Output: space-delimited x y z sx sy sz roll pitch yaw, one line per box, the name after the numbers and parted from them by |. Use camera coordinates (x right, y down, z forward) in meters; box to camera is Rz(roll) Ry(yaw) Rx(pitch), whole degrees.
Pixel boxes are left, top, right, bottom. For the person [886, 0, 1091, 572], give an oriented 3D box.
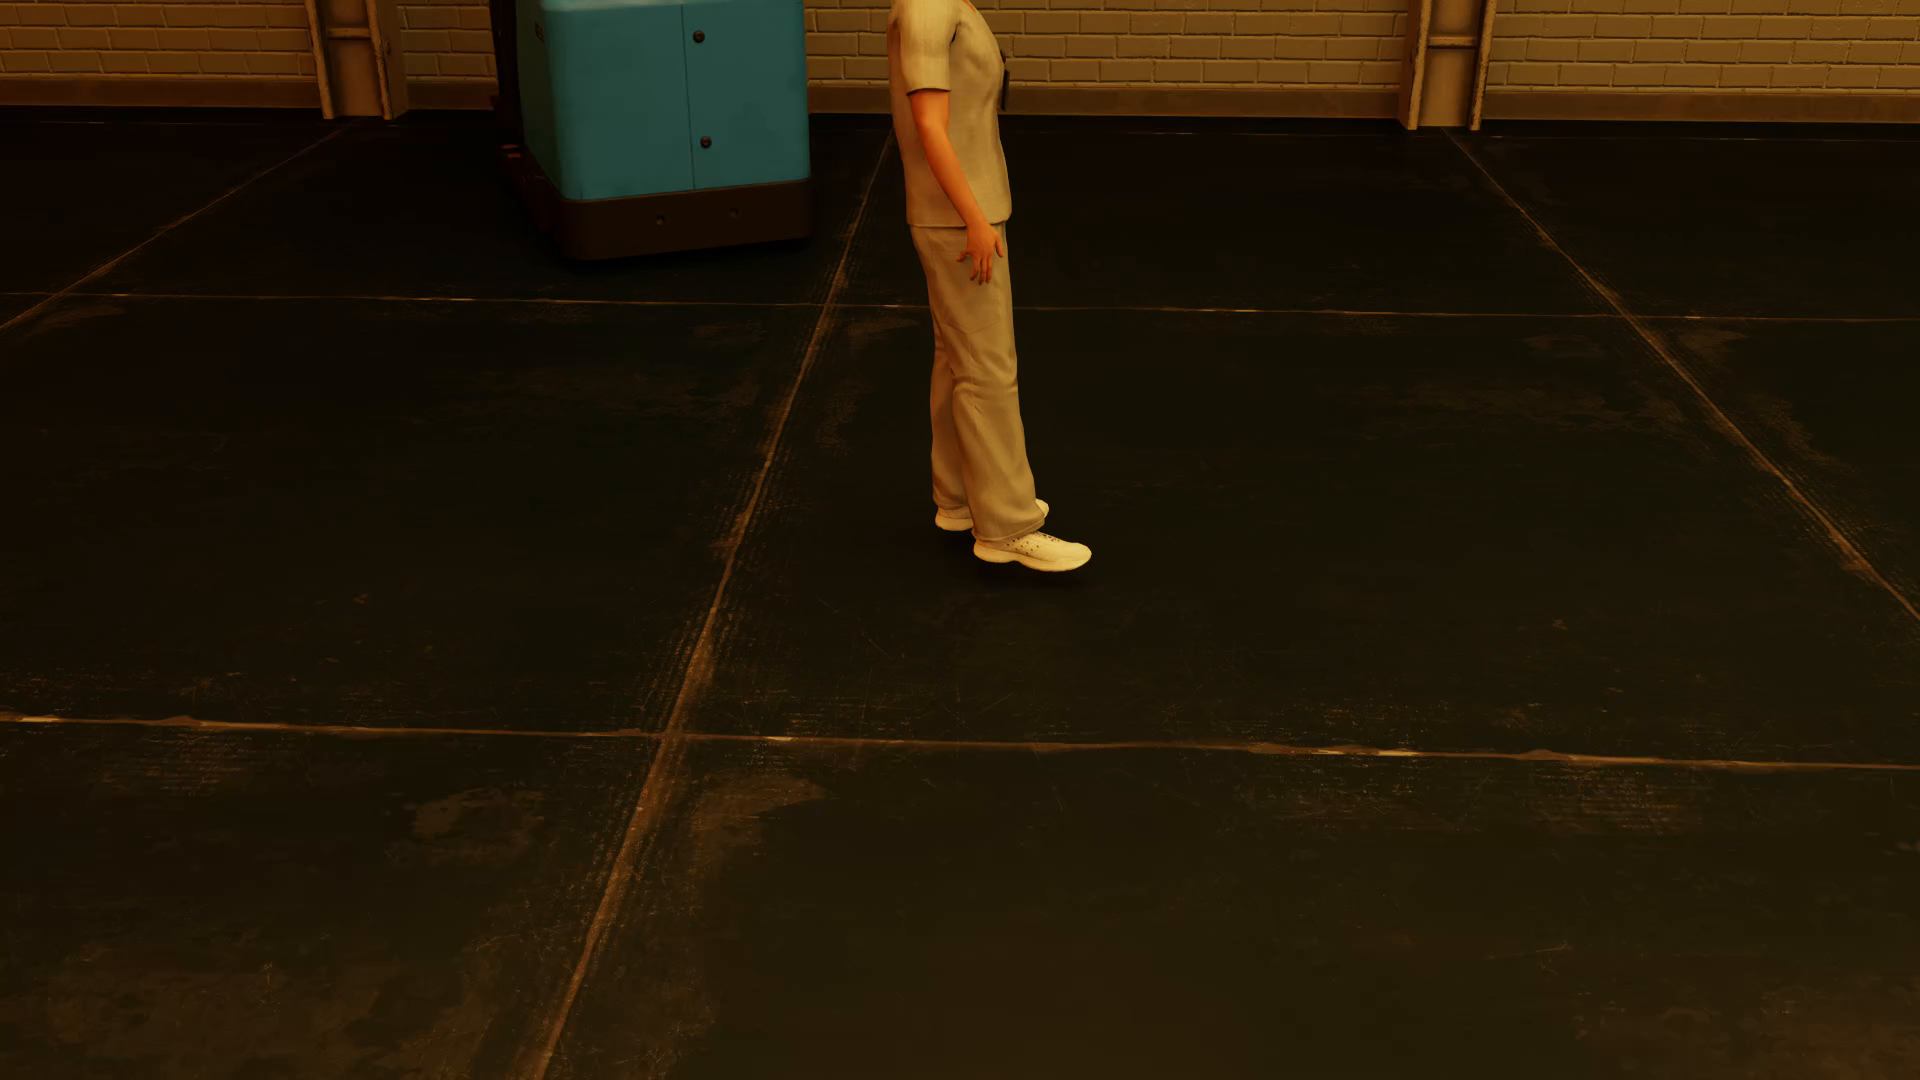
0.072 -0.787 4.115 0.549 1.675 0.550 1 26 2 | person

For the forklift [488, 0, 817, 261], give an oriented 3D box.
-1.615 -3.052 7.397 1.130 2.935 3.031 -10 28 -19 | forklift
